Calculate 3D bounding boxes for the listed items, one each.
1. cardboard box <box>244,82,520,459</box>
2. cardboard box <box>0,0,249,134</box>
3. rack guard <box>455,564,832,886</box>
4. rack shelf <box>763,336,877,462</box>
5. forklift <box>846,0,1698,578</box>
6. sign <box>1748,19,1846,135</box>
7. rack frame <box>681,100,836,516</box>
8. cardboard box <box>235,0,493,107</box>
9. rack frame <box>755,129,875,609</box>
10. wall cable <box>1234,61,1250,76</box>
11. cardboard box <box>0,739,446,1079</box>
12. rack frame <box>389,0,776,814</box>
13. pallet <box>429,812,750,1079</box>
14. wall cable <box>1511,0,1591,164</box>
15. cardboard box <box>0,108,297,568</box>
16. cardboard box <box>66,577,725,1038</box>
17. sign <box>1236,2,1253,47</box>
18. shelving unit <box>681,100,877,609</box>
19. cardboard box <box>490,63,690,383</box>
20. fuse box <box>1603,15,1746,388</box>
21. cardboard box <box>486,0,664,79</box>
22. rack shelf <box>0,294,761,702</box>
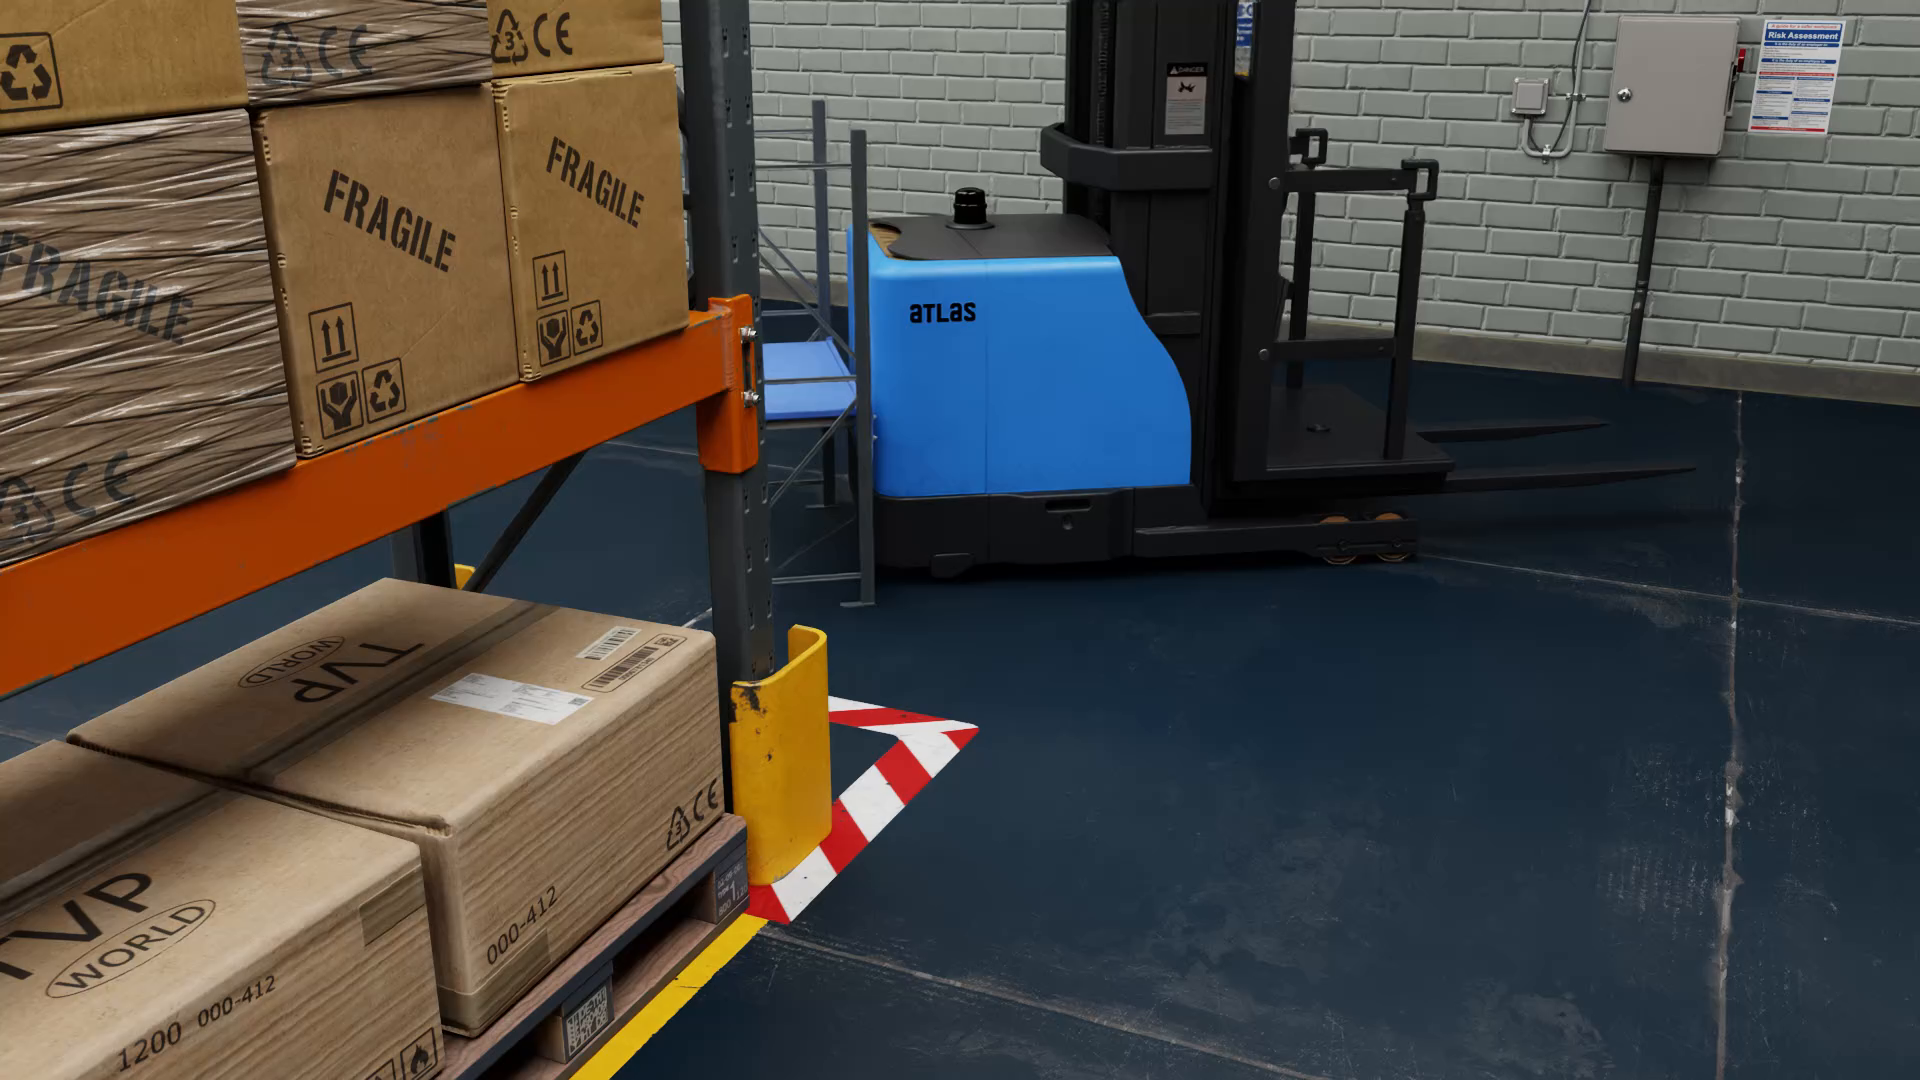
[{"bbox_3d":[-1.076,-0.460,2.635,0.500,0.500,0.500,8,21,22],"label":"cardboard box"},{"bbox_3d":[-1.274,-0.771,2.019,0.500,0.500,0.500,8,21,22],"label":"cardboard box"},{"bbox_3d":[-0.891,0.423,4.034,1.175,0.500,0.348,9,21,23],"label":"rack guard"},{"bbox_3d":[-0.621,-0.479,5.615,0.538,0.185,1.000,-4,20,-11],"label":"rack shelf"},{"bbox_3d":[1.137,-1.466,5.718,3.031,2.935,1.130,-3,20,-8],"label":"forklift"},{"bbox_3d":[3.779,-2.092,7.518,0.329,0.494,0.001,9,21,23],"label":"sign"},{"bbox_3d":[-0.720,-0.816,6.025,0.500,1.500,0.032,-4,20,-11],"label":"rack frame"},{"bbox_3d":[-1.068,-0.922,2.443,0.500,0.500,0.500,9,21,23],"label":"cardboard box"},{"bbox_3d":[-0.523,-0.482,5.085,0.500,1.500,0.032,-4,20,-11],"label":"rack frame"},{"bbox_3d":[1.387,-2.968,8.275,0.585,1.953,0.123,9,21,23],"label":"wall cable"},{"bbox_3d":[-1.447,0.758,2.558,0.875,0.438,0.875,9,22,24],"label":"cardboard box"},{"bbox_3d":[-0.901,-0.748,3.594,1.000,3.000,0.127,9,21,23],"label":"rack frame"},{"bbox_3d":[-1.157,0.821,3.344,1.003,0.211,1.213,9,21,23],"label":"pallet"},{"bbox_3d":[2.686,-2.762,7.743,0.588,1.984,0.122,9,21,23],"label":"wall cable"},{"bbox_3d":[-1.278,-0.301,2.189,0.500,0.500,0.500,9,22,24],"label":"cardboard box"},{"bbox_3d":[-1.080,0.477,3.348,0.875,0.438,0.875,8,21,21],"label":"cardboard box"},{"bbox_3d":[1.368,-2.627,8.476,0.327,0.218,0.001,9,21,23],"label":"sign"},{"bbox_3d":[-0.621,-0.649,5.555,0.538,1.500,1.048,-4,20,-11],"label":"shelving unit"},{"bbox_3d":[-0.857,-0.611,3.061,0.500,0.500,0.500,9,21,23],"label":"cardboard box"},{"bbox_3d":[3.244,-1.535,7.730,0.539,1.711,0.414,9,21,23],"label":"fuse box"},{"bbox_3d":[-0.881,-1.086,2.904,0.500,0.500,0.500,9,22,24],"label":"cardboard box"},{"bbox_3d":[-1.720,0.203,1.996,1.077,0.370,4.000,9,21,23],"label":"rack shelf"}]
